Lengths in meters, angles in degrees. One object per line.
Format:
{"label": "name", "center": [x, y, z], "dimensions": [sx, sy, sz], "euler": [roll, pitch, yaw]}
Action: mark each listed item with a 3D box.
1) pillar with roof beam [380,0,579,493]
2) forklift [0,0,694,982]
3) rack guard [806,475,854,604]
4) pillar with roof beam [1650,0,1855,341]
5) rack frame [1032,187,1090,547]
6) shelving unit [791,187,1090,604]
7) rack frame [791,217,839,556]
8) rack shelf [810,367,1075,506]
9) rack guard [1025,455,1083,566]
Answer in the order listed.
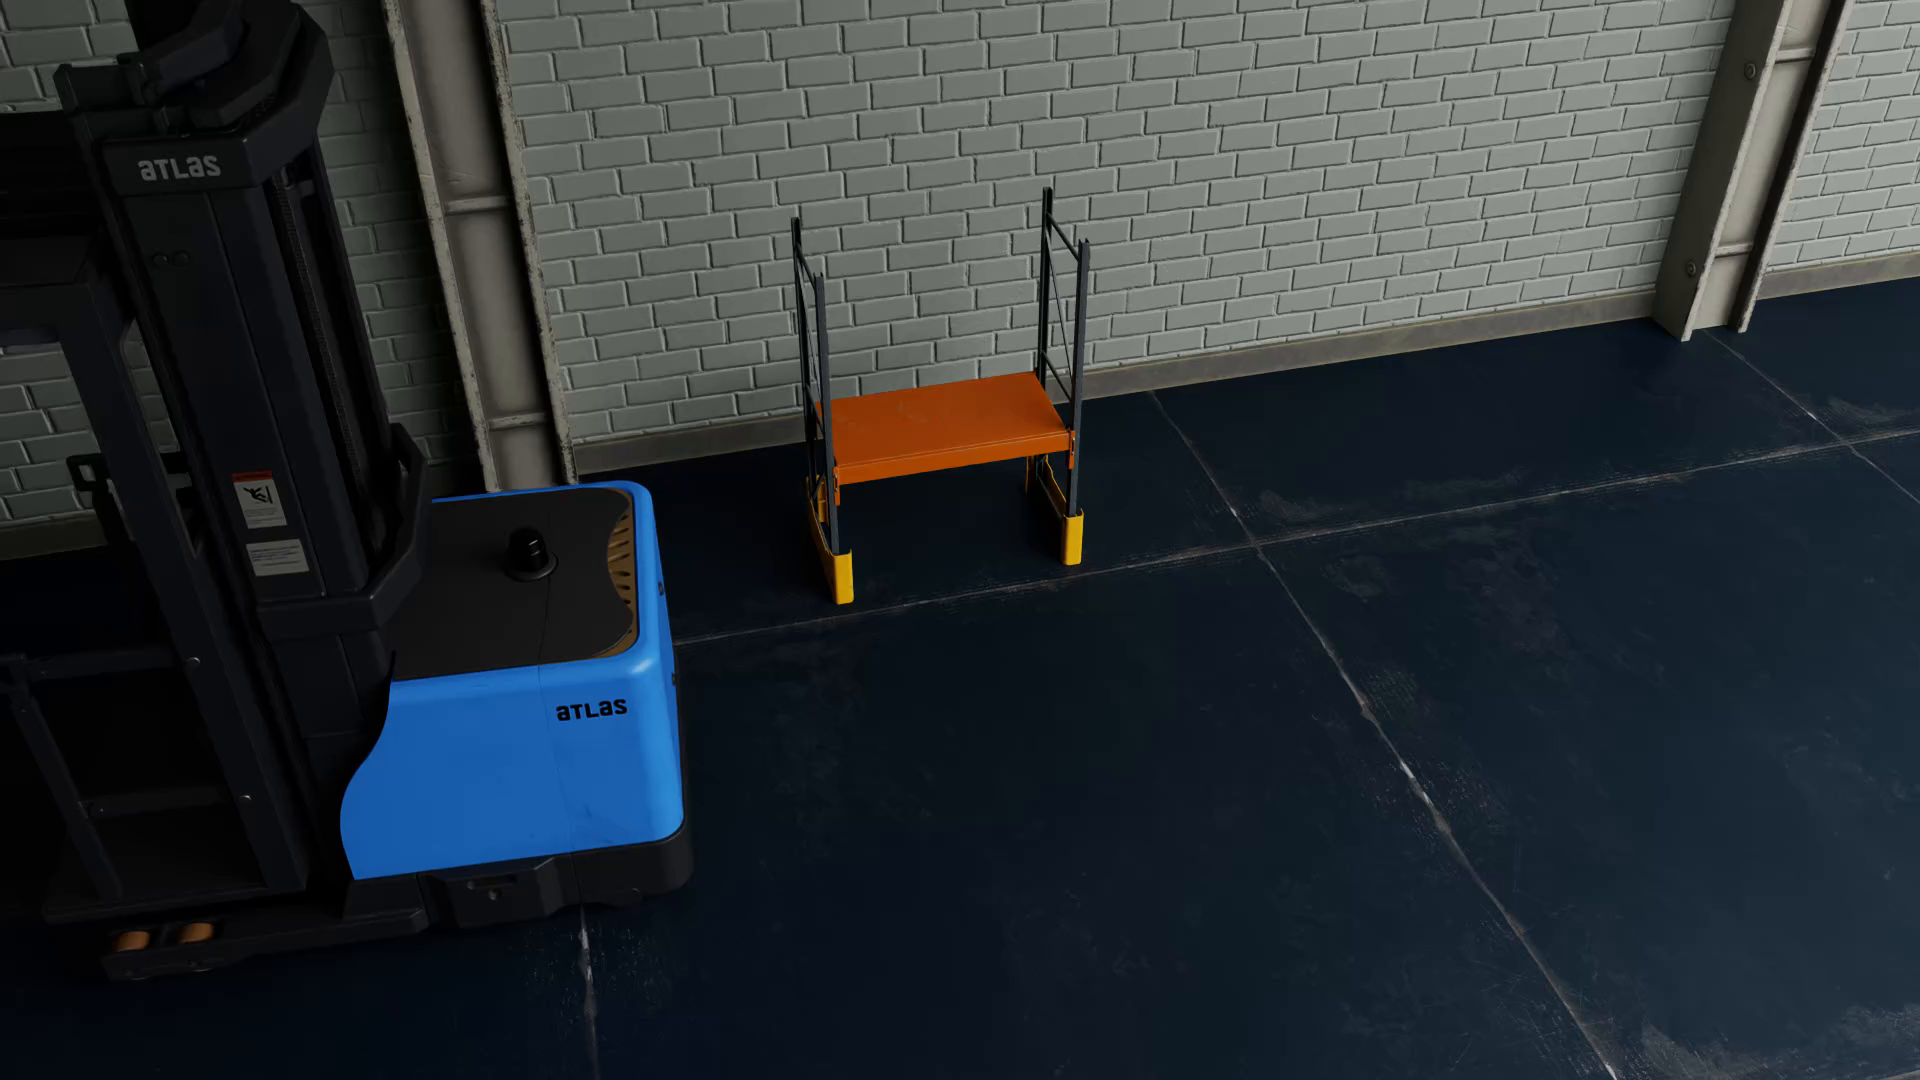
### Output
{"label": "pillar with roof beam", "center": [-0.796, -1.246, 1.473], "dimensions": [0.400, 9.000, 9.100], "euler": [-9, 38, -12]}
{"label": "forklift", "center": [-2.473, -0.087, 4.951], "dimensions": [3.031, 2.935, 1.130], "euler": [-6, 38, -8]}
{"label": "rack guard", "center": [-0.554, -0.008, 7.055], "dimensions": [0.087, 0.250, 0.587], "euler": [-9, 38, -12]}
{"label": "pillar with roof beam", "center": [4.997, -2.197, 2.715], "dimensions": [0.400, 9.000, 9.100], "euler": [-9, 38, -12]}
{"label": "rack frame", "center": [0.408, -0.663, 6.882], "dimensions": [0.032, 1.500, 0.500], "euler": [-9, 38, -12]}
{"label": "shelving unit", "center": [-0.074, -0.584, 6.779], "dimensions": [1.083, 1.500, 0.587], "euler": [-9, 38, -12]}
{"label": "rack frame", "center": [-0.573, -0.502, 6.671], "dimensions": [0.032, 1.500, 0.500], "euler": [-9, 38, -12]}
{"label": "rack shelf", "center": [-0.082, -0.439, 6.886], "dimensions": [1.000, 0.185, 0.538], "euler": [-9, 38, -12]}
{"label": "rack guard", "center": [0.407, -0.166, 7.261], "dimensions": [0.087, 0.250, 0.587], "euler": [-9, 38, -12]}
